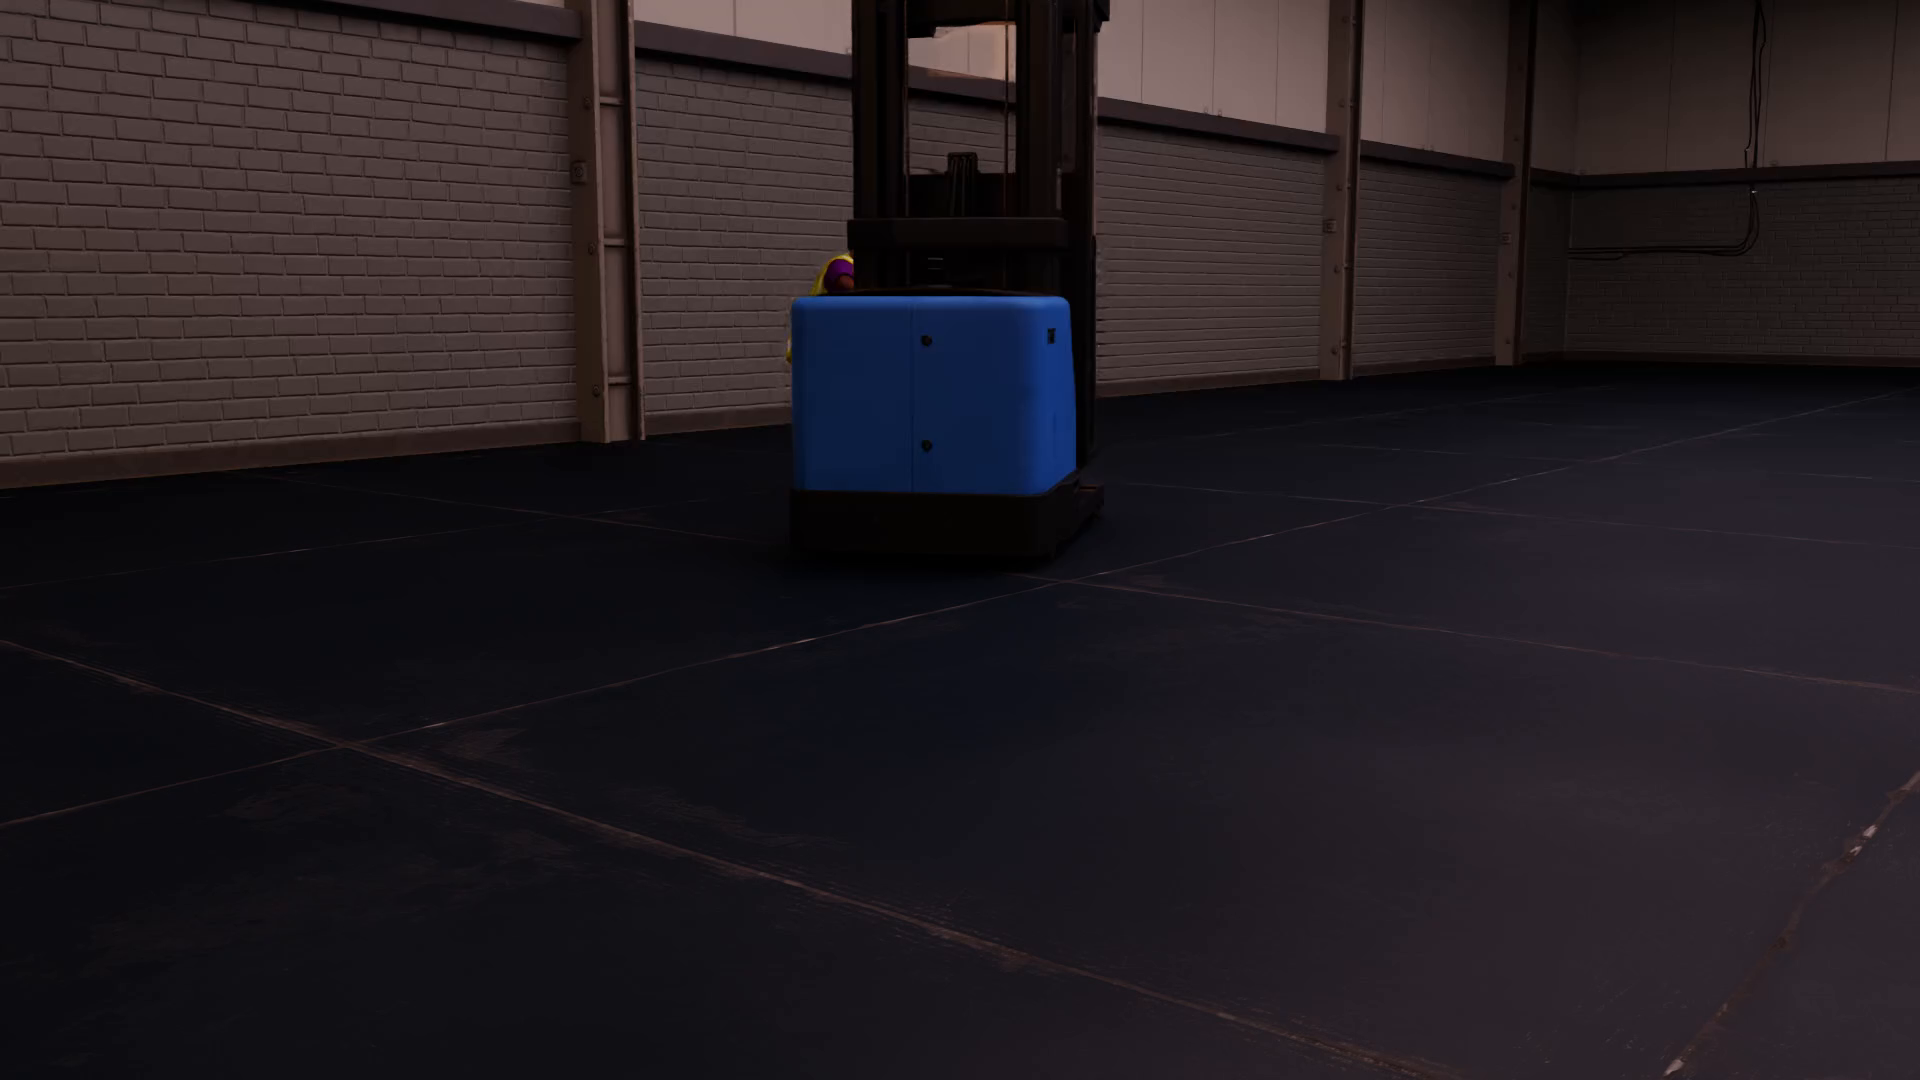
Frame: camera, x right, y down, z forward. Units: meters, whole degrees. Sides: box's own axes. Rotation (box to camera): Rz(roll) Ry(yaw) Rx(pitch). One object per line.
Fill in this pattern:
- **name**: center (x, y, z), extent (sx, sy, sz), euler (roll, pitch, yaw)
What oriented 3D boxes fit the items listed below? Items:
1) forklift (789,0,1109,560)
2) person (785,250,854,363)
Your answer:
- **forklift**: center (0.101, -1.540, 7.809), extent (1.130, 2.935, 3.031), euler (2, 8, 11)
- **person**: center (-0.441, -1.040, 9.353), extent (1.166, 1.553, 0.966), euler (-6, 11, -38)
